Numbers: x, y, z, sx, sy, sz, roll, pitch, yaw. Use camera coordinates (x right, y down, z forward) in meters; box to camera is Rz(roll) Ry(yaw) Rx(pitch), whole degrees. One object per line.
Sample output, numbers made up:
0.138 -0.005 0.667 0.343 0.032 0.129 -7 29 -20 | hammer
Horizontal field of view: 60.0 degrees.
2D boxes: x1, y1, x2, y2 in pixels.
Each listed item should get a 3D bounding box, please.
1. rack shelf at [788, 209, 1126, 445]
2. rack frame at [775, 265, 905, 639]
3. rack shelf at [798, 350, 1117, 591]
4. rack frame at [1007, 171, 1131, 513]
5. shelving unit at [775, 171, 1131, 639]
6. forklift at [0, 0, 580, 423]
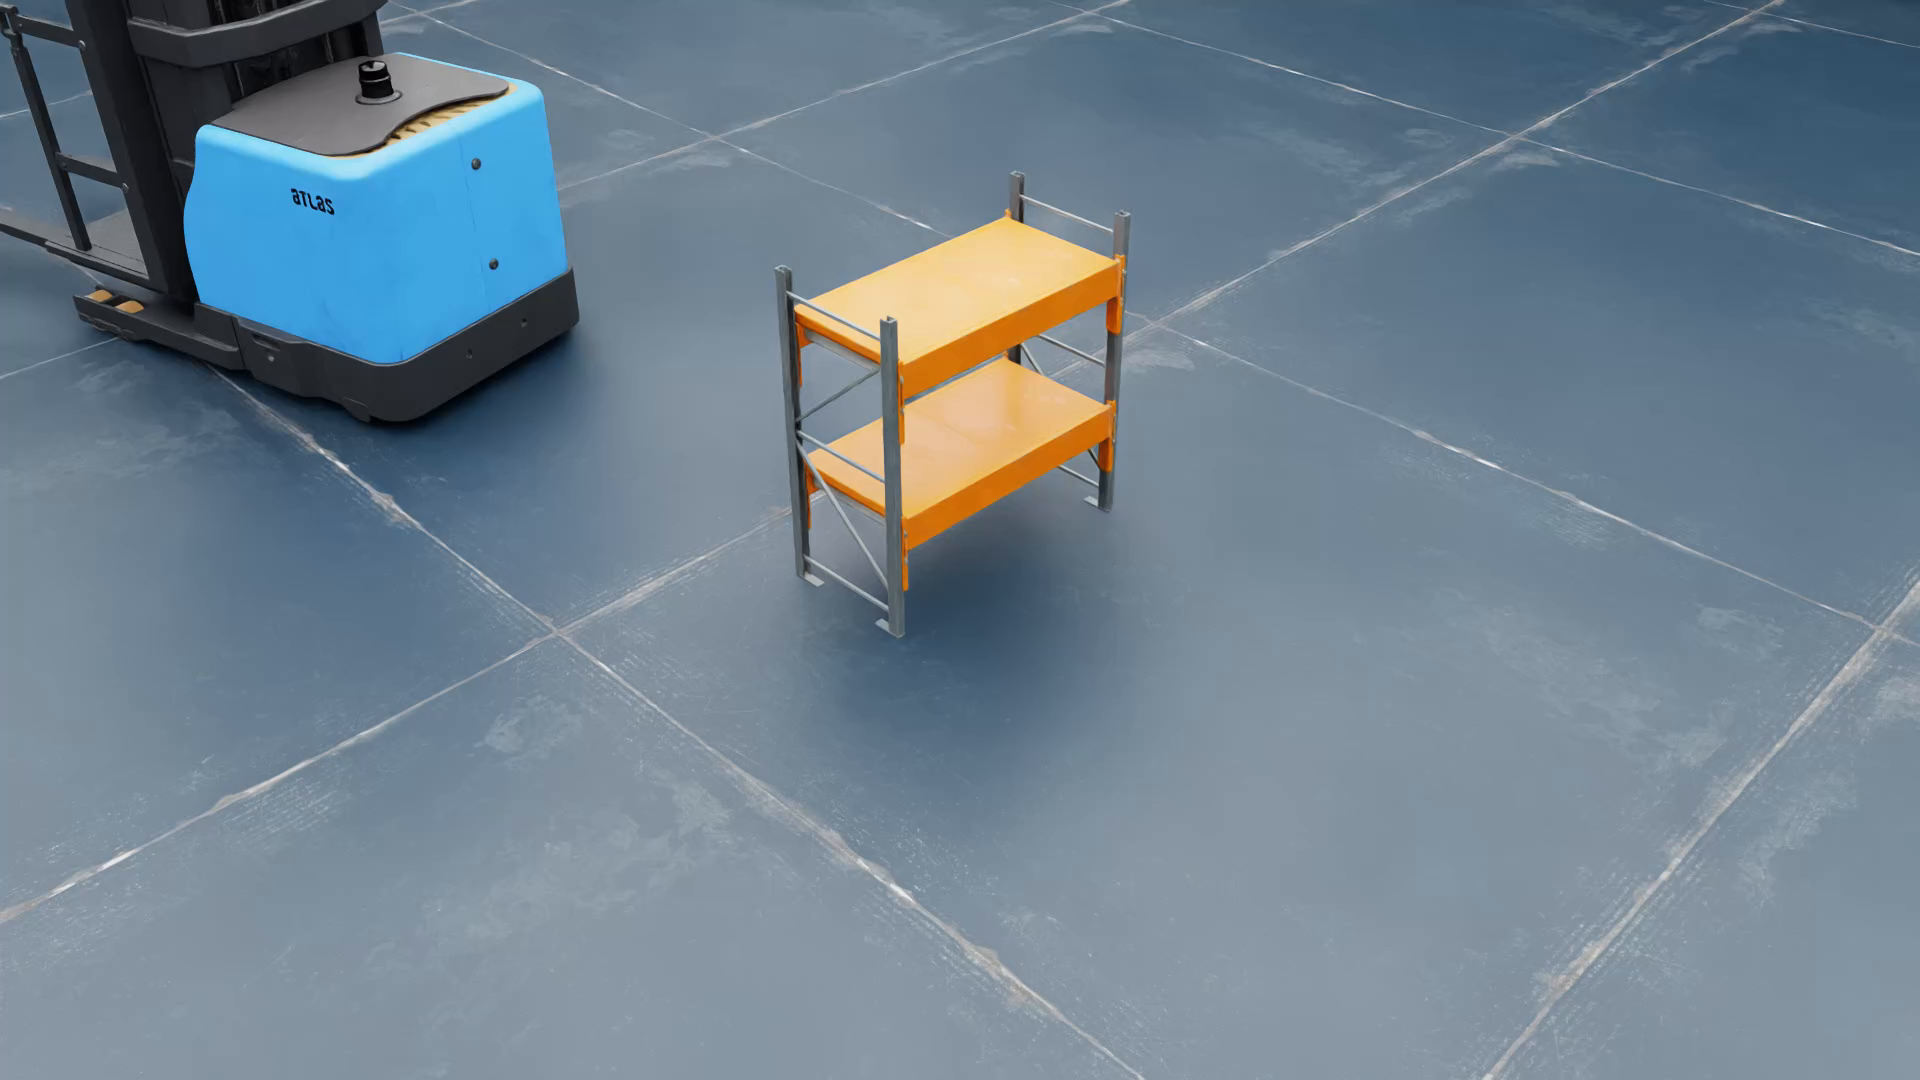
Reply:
-0.005 -0.699 5.257 0.538 0.278 1.000 30 45 35 | rack shelf
-0.363 -0.252 5.128 0.500 1.125 0.032 30 45 35 | rack frame
-0.005 -0.258 5.564 0.538 0.278 1.000 30 45 35 | rack shelf
0.353 -0.665 5.720 0.500 1.125 0.032 30 45 35 | rack frame
-0.005 -0.459 5.424 0.538 1.125 1.048 30 45 35 | shelving unit
-3.117 -2.267 6.439 3.031 2.935 1.130 19 39 25 | forklift
